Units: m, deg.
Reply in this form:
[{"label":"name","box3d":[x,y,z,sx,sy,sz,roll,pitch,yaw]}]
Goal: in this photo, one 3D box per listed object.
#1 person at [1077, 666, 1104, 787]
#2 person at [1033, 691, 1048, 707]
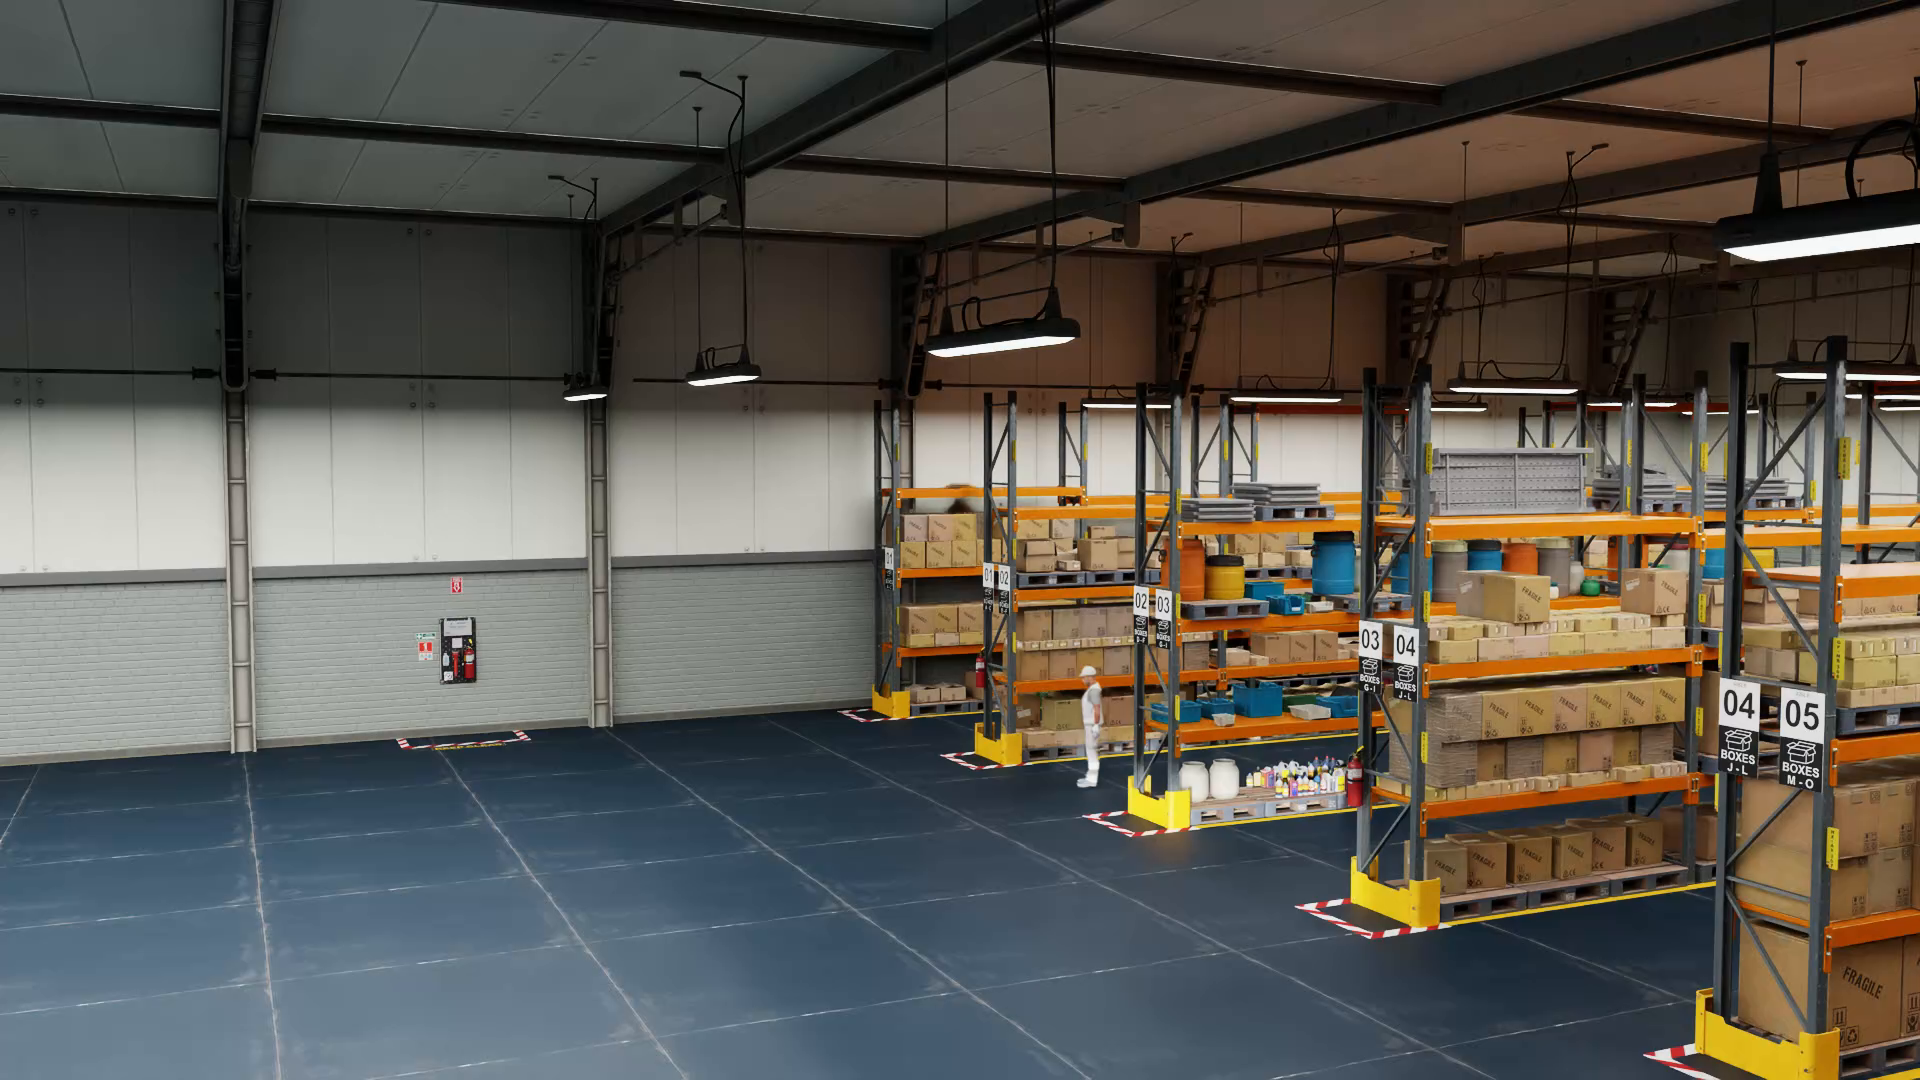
[{"label":"person","box3d":[1.972,2.803,25.142,0.407,1.783,0.612,0,3,4]},{"label":"person","box3d":[1.352,2.568,29.353,0.994,1.742,0.663,-1,4,-24]}]
